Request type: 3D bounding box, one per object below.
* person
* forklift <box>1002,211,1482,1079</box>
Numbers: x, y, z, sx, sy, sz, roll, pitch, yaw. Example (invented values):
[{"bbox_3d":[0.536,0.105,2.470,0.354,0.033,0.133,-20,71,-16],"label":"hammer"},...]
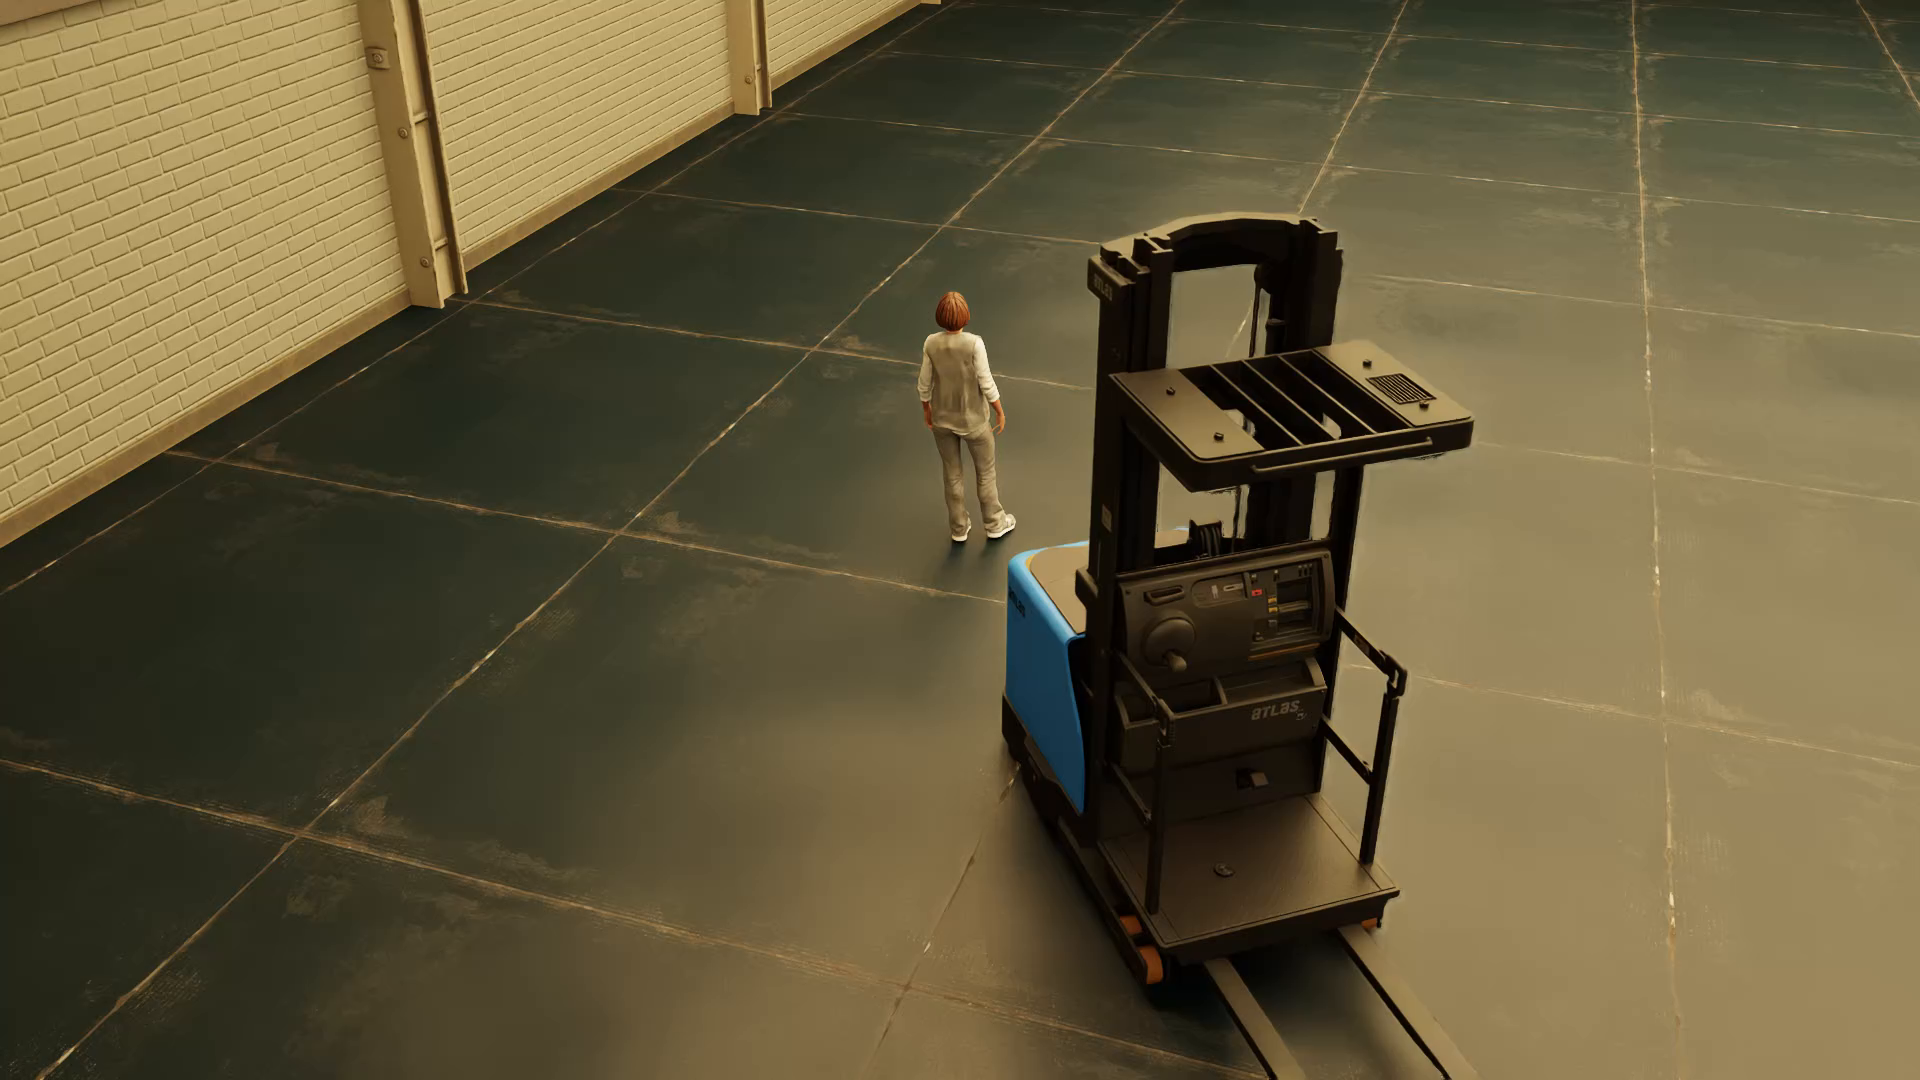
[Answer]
[{"bbox_3d":[0.037,-0.726,9.757,0.520,1.582,0.475,10,31,16],"label":"person"},{"bbox_3d":[1.158,0.338,6.544,1.130,2.935,3.031,-9,31,-16],"label":"forklift"}]
